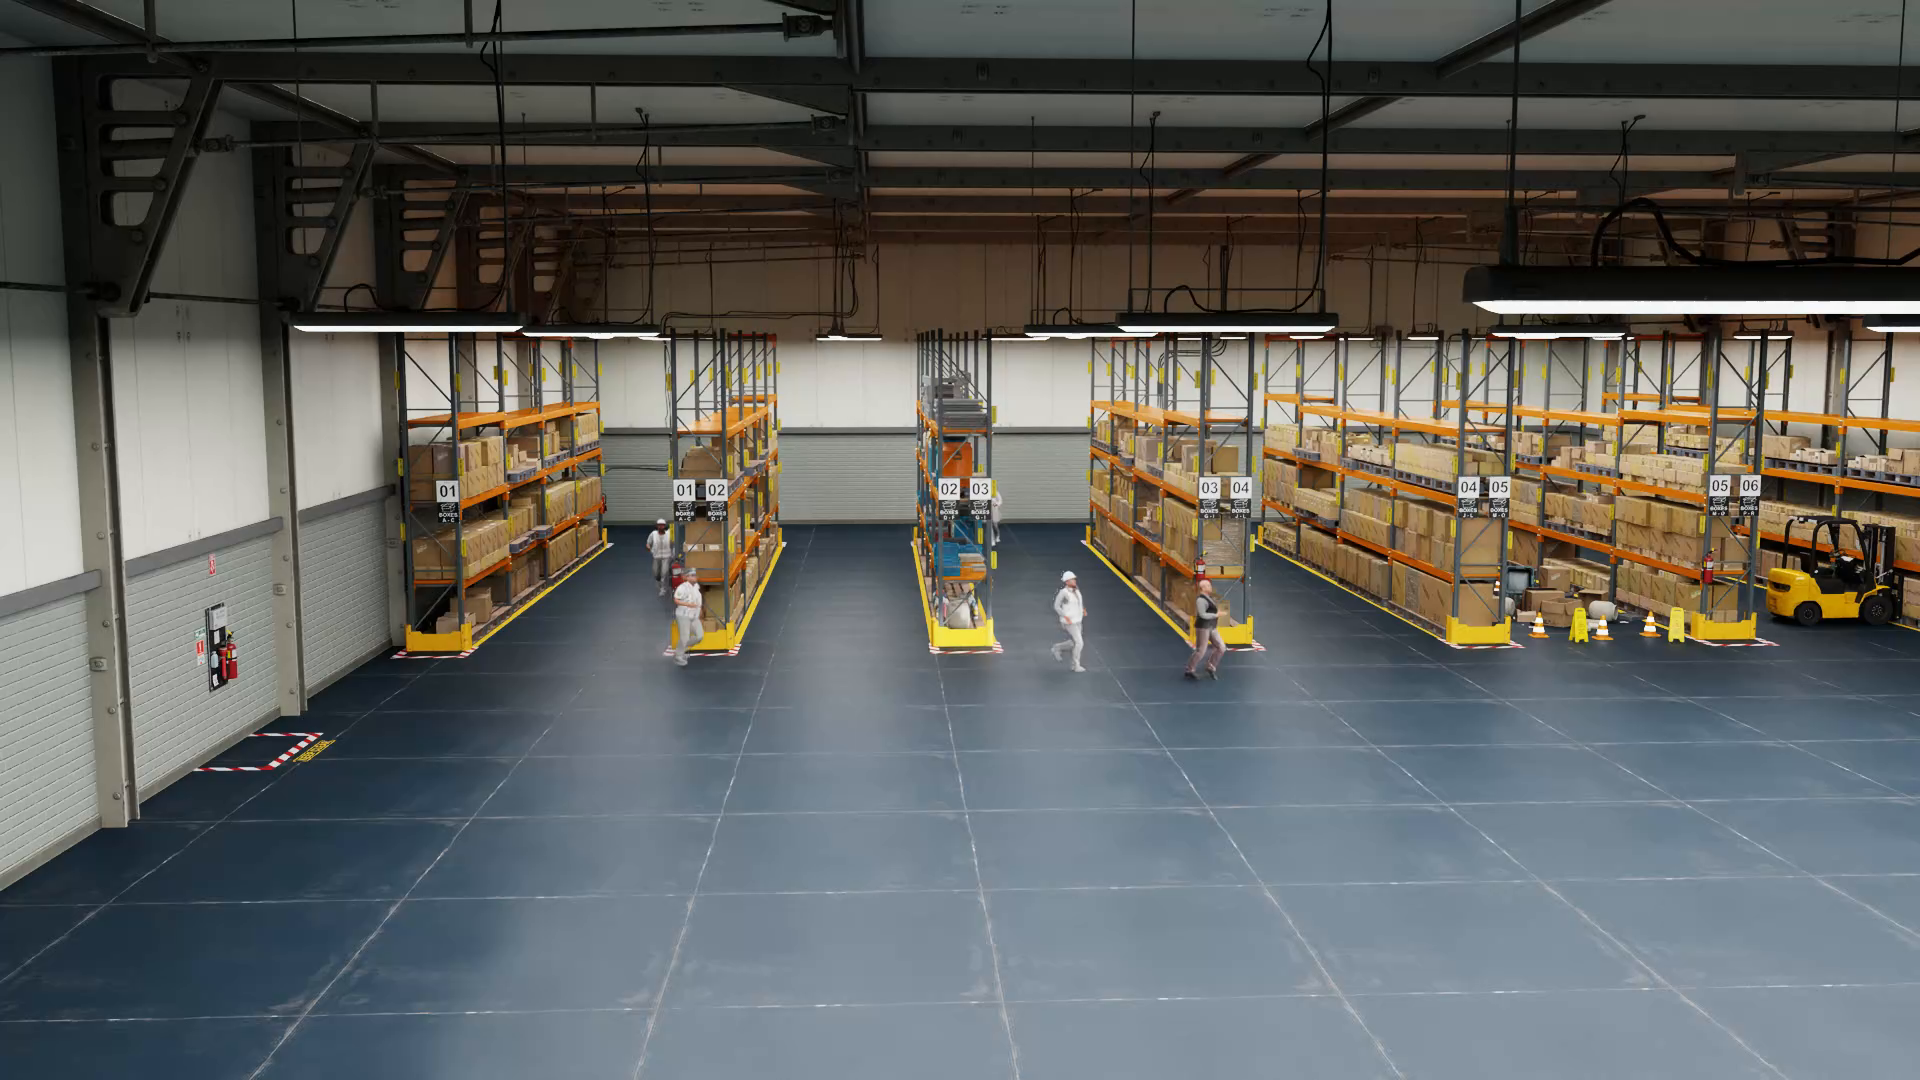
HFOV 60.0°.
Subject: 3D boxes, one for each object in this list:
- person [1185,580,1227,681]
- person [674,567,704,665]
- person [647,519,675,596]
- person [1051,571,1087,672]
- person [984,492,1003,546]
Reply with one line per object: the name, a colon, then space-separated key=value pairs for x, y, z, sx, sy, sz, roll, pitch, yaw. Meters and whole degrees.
person: x=4.193 y=1.550 z=28.273 sx=0.727 sy=1.760 sz=0.624 roll=4 pitch=8 yaw=30
person: x=-4.798 y=1.355 z=29.804 sx=0.613 sy=1.736 sz=0.673 roll=5 pitch=9 yaw=39
person: x=-6.802 y=0.386 z=37.953 sx=0.687 sy=1.743 sz=0.704 roll=-1 pitch=7 yaw=-7
person: x=1.916 y=1.422 z=29.284 sx=0.708 sy=1.760 sz=0.658 roll=5 pitch=8 yaw=34
person: x=0.862 y=-0.746 z=47.520 sx=0.718 sy=1.769 sz=0.942 roll=0 pitch=7 yaw=3
